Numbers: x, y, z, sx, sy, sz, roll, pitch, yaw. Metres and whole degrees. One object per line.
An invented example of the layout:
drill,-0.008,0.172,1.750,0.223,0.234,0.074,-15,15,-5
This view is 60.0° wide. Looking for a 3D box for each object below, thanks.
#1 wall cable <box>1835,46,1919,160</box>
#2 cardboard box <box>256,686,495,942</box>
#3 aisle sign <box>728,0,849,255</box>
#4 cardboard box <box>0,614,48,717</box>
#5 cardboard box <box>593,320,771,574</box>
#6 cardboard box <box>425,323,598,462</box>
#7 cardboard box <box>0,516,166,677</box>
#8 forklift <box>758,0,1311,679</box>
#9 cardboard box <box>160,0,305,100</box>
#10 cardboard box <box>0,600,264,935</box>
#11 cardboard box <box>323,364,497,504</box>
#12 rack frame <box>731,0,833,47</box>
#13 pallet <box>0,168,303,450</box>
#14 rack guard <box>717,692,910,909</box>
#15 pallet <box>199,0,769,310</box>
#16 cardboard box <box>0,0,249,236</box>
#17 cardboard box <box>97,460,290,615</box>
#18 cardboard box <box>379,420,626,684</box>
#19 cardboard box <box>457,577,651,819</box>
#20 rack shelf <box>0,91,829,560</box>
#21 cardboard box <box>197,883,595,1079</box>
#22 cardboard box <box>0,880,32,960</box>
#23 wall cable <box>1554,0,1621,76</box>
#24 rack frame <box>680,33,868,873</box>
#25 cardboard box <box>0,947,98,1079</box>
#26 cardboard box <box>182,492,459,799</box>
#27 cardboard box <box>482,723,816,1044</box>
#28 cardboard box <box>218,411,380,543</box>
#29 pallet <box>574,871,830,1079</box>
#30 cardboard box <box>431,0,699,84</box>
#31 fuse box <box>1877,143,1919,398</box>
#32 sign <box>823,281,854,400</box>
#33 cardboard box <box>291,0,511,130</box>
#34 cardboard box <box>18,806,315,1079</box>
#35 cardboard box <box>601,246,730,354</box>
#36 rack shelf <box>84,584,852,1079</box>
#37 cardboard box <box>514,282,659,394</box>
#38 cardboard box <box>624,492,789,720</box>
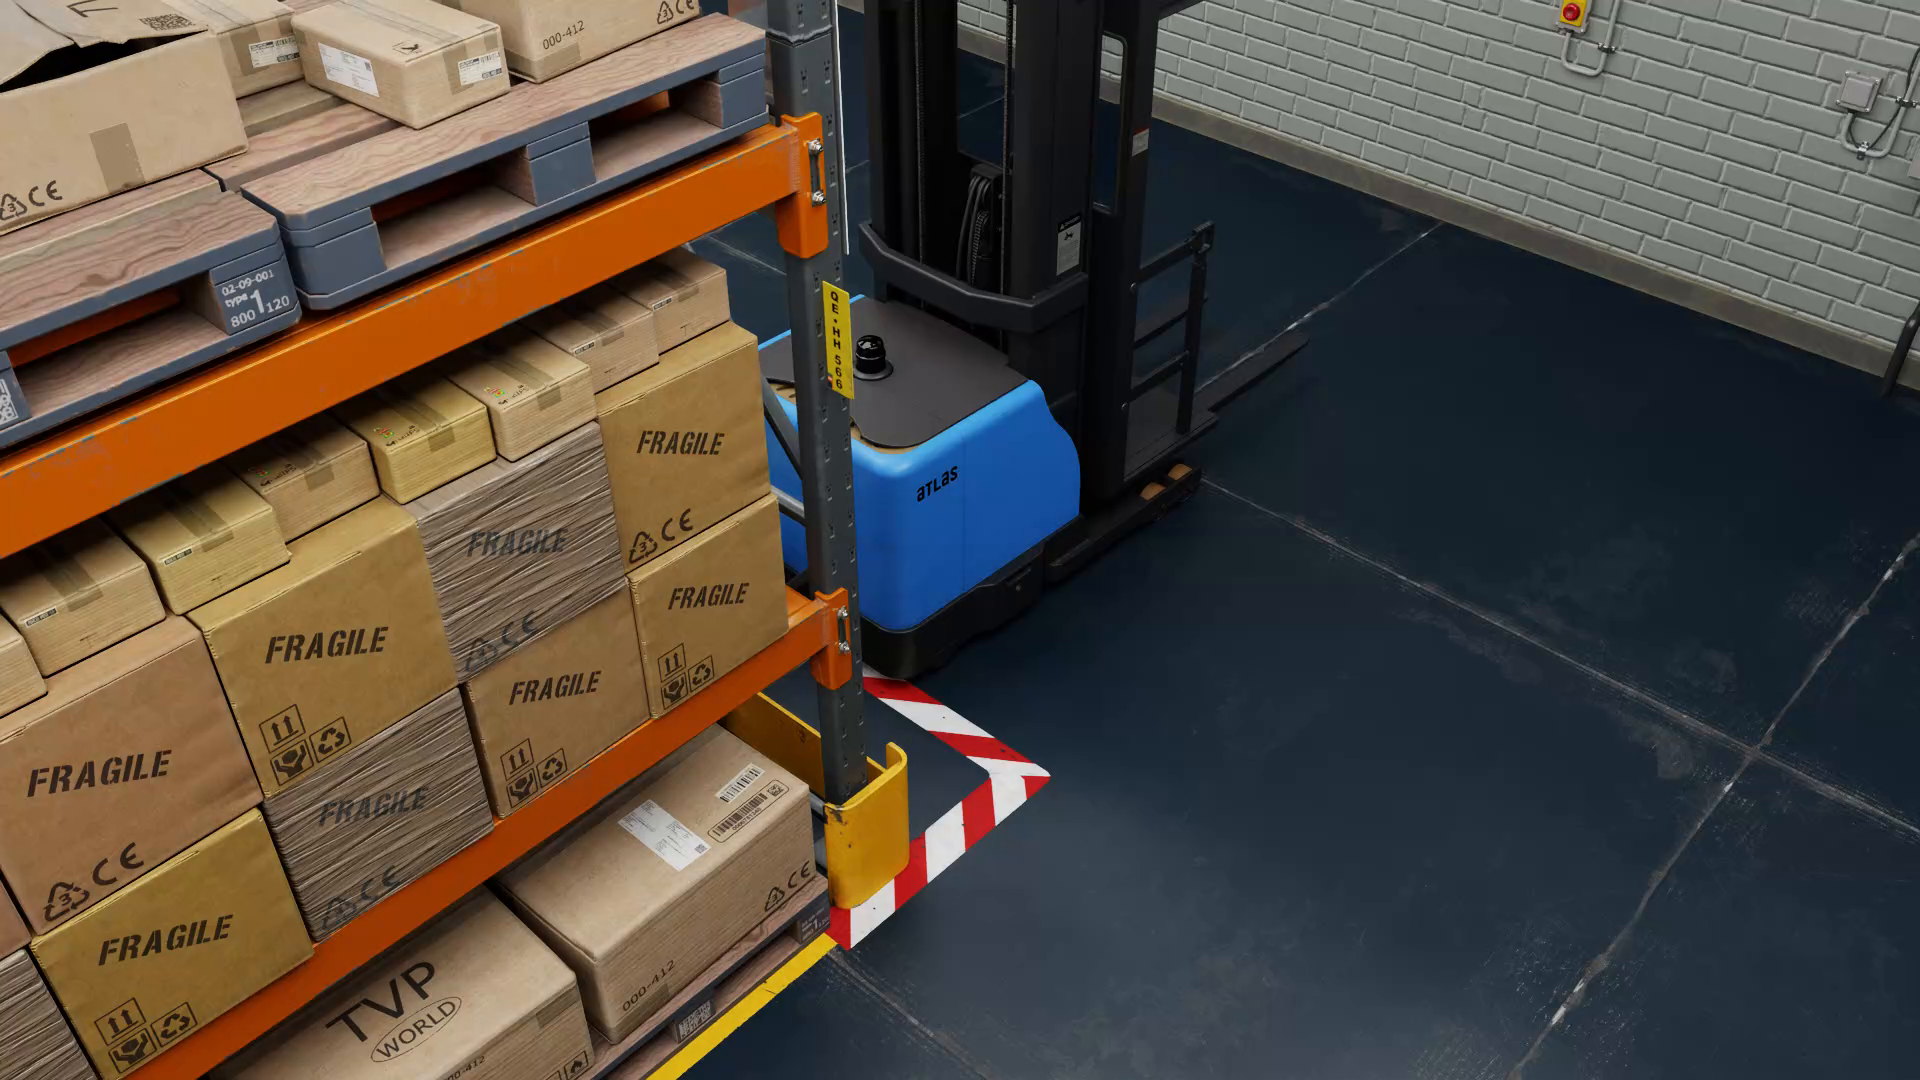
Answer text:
wall cable,4.128,-2.619,7.318,0.588,1.984,0.122,30,47,32
cardboard box,-1.533,0.547,4.072,0.500,0.500,0.500,31,48,33
aisle sign,-0.436,-1.132,4.175,0.394,0.787,0.004,30,47,32
cardboard box,-1.966,0.214,3.166,0.380,0.149,0.250,30,47,32
cardboard box,-0.863,-0.321,4.360,0.500,0.500,0.500,31,48,33
cardboard box,-1.073,-0.366,3.896,0.380,0.149,0.250,29,47,31
cardboard box,-1.819,0.075,3.341,0.380,0.149,0.250,31,48,33
forklift,0.434,-1.431,6.694,1.130,2.935,3.031,31,48,33
cardboard box,-1.617,-1.088,3.582,0.380,0.149,0.250,31,48,33
cardboard box,-1.870,0.388,3.468,0.500,0.500,0.500,29,47,32
cardboard box,-1.273,-0.268,3.772,0.380,0.149,0.250,31,48,33
rack frame,-0.713,-2.560,3.239,1.000,3.000,0.127,30,47,32
pallet,-2.029,-0.443,3.058,1.003,0.211,1.213,30,47,32
rack guard,-0.697,0.756,5.898,1.175,0.500,0.348,30,47,32
pallet,-1.206,-1.006,3.766,1.003,0.211,1.213,30,47,32
cardboard box,-1.760,-0.888,3.200,0.500,0.311,0.500,31,48,33
cardboard box,-1.628,-0.038,3.483,0.380,0.149,0.250,31,48,33
cardboard box,-1.194,-0.068,4.042,0.500,0.500,0.500,30,47,32
cardboard box,-1.193,0.306,4.374,0.500,0.500,0.500,29,47,31
rack shelf,-2.062,-0.185,3.241,1.077,0.370,4.000,30,47,32
cardboard box,-1.696,1.396,4.806,0.875,0.438,0.875,31,48,33
cardboard box,-2.212,0.618,3.179,0.500,0.500,0.500,31,48,33
wall cable,3.074,-3.222,8.050,0.585,1.953,0.123,30,47,32
rack frame,-0.713,-0.212,5.106,1.000,3.000,0.127,30,47,32
cardboard box,-2.219,1.026,3.469,0.500,0.500,0.500,30,47,32
cardboard box,-1.530,0.158,3.758,0.500,0.500,0.500,29,47,32
cardboard box,-1.085,0.972,5.339,0.875,0.438,0.875,28,46,31
cardboard box,-1.502,-0.178,3.658,0.380,0.149,0.250,29,47,32
pallet,-1.195,1.280,5.471,1.003,0.211,1.213,30,47,32
cardboard box,-0.950,-1.286,3.750,0.500,0.250,0.500,25,45,28
fuse box,4.526,-1.359,7.584,0.539,1.711,0.414,30,47,32
sign,-0.322,-0.523,4.377,0.100,0.325,0.005,30,47,32
cardboard box,-1.174,-1.020,3.497,0.380,0.149,0.250,26,45,29
cardboard box,-1.872,0.789,3.767,0.500,0.500,0.500,31,48,33
cardboard box,-0.808,-0.647,4.249,0.380,0.149,0.250,30,47,32
rack shelf,-2.062,0.989,4.174,1.077,0.370,4.000,30,47,32
cardboard box,-0.961,-0.520,4.089,0.380,0.149,0.250,31,48,33
cardboard box,-0.843,0.082,4.657,0.500,0.500,0.500,30,47,32
